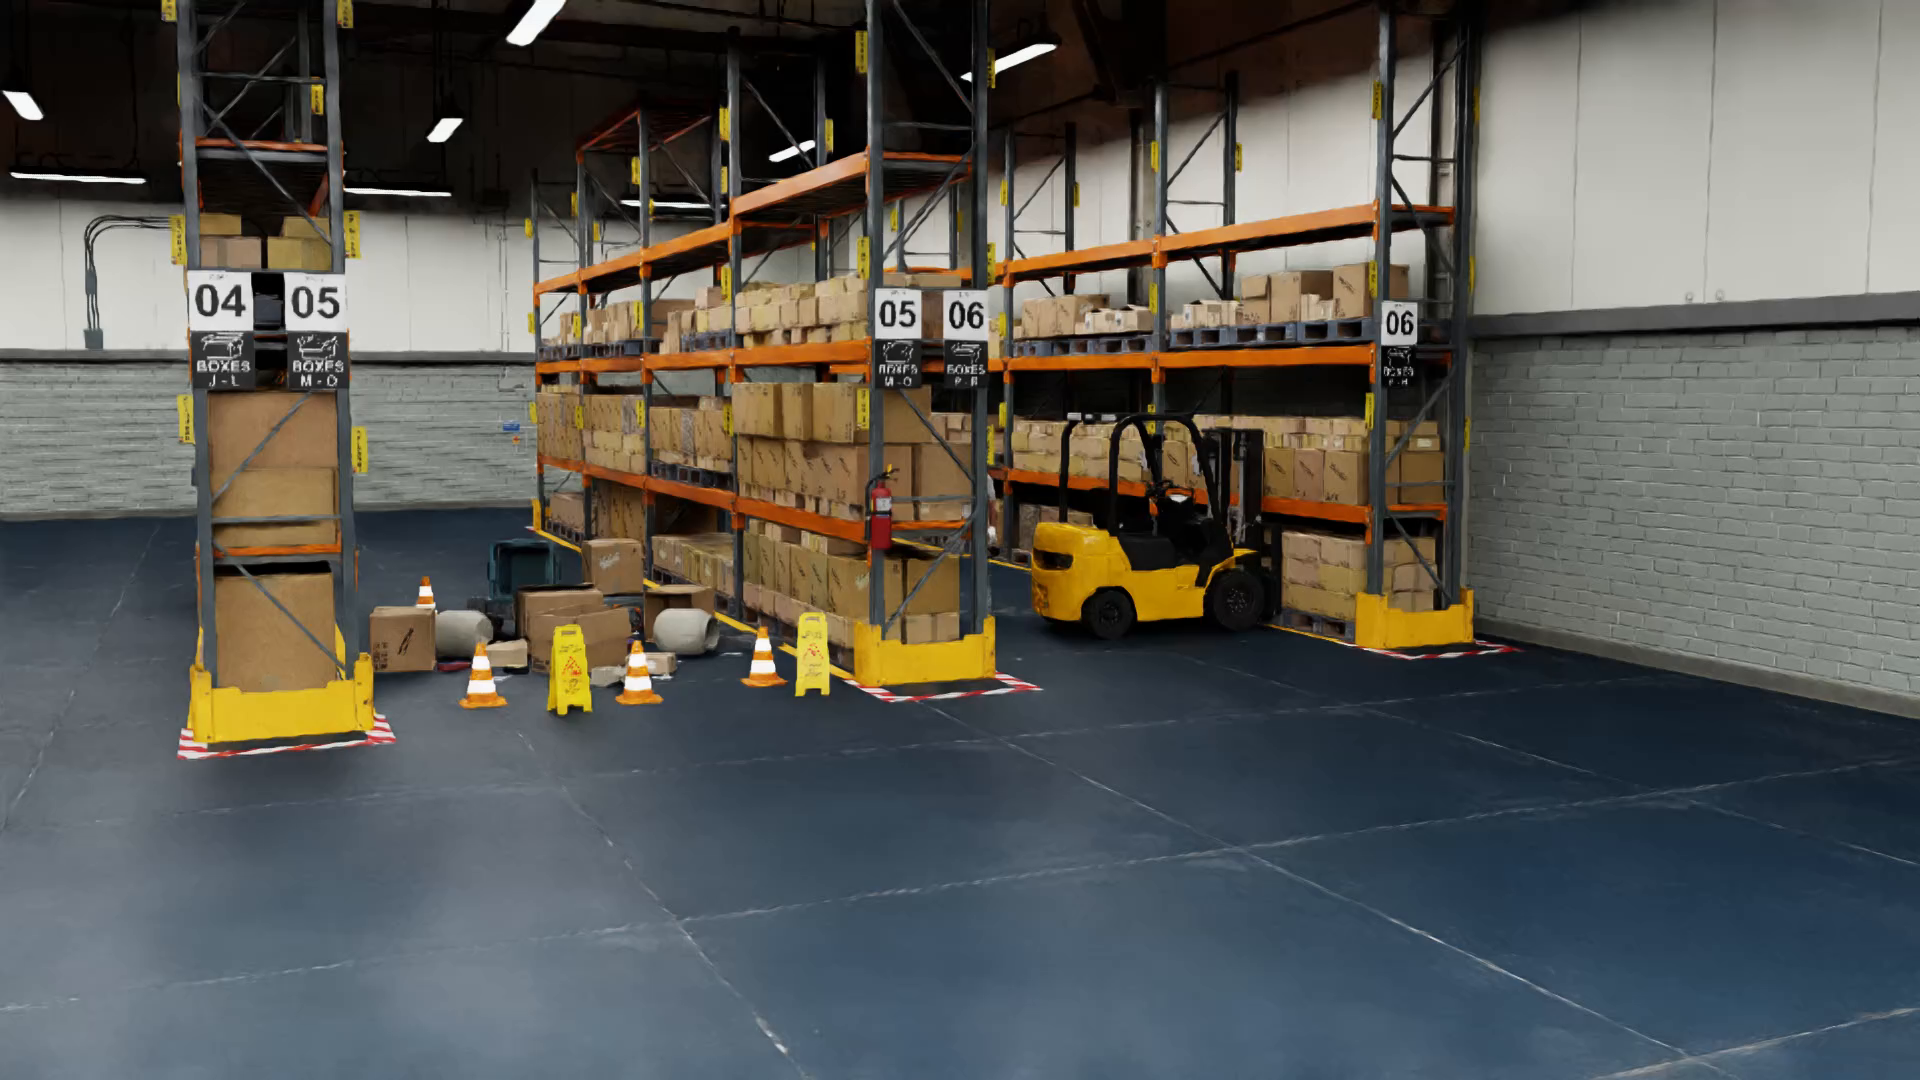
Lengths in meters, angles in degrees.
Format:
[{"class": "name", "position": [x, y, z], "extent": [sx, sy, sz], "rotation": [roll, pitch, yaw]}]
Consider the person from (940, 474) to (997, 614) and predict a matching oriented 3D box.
[{"class": "person", "position": [0.082, -0.068, 17.459], "extent": [0.681, 1.833, 0.523], "rotation": [2, 6, 17]}]
